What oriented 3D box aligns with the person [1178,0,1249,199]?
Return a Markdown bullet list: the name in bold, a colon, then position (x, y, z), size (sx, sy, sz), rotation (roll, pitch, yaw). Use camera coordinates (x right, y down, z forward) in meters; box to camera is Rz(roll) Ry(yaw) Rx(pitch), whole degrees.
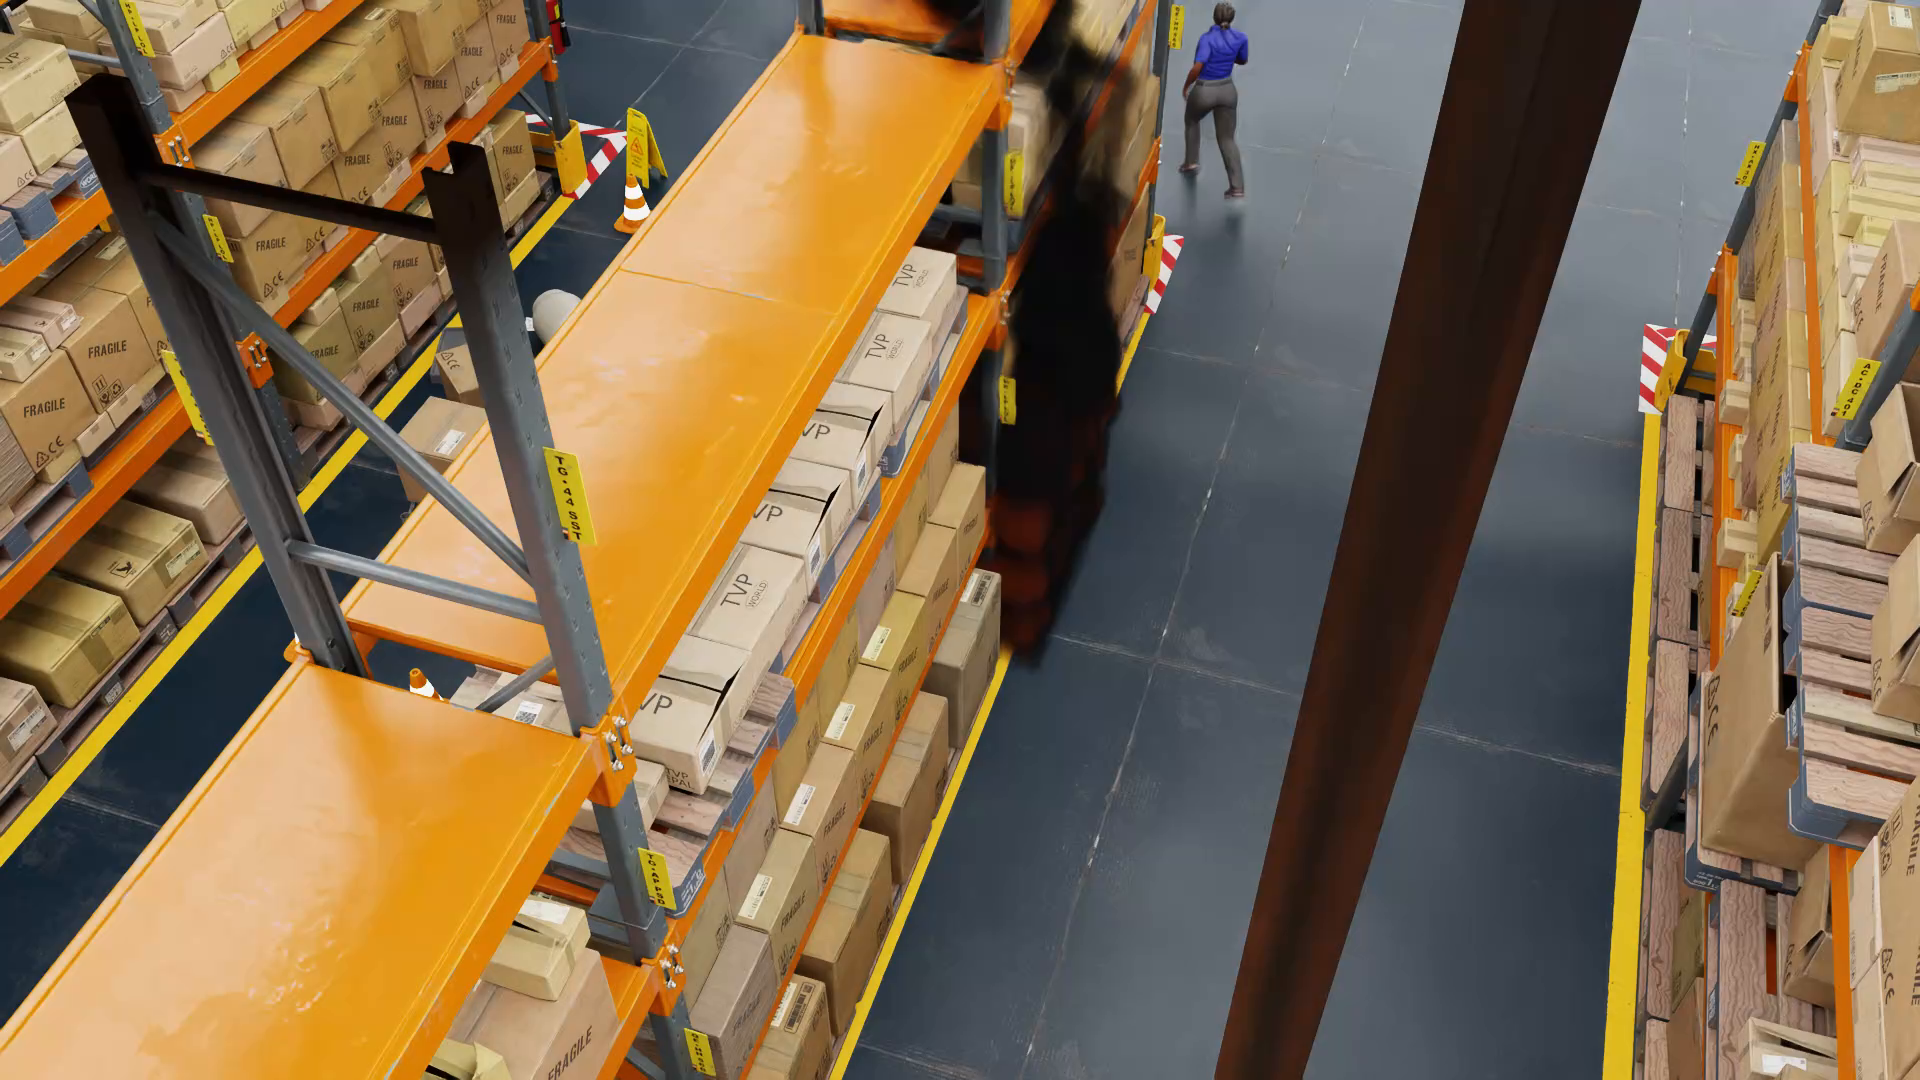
- **person**: position (2.055, -3.519, 13.427), size (0.586, 1.702, 0.895), rotation (-9, 46, -9)
